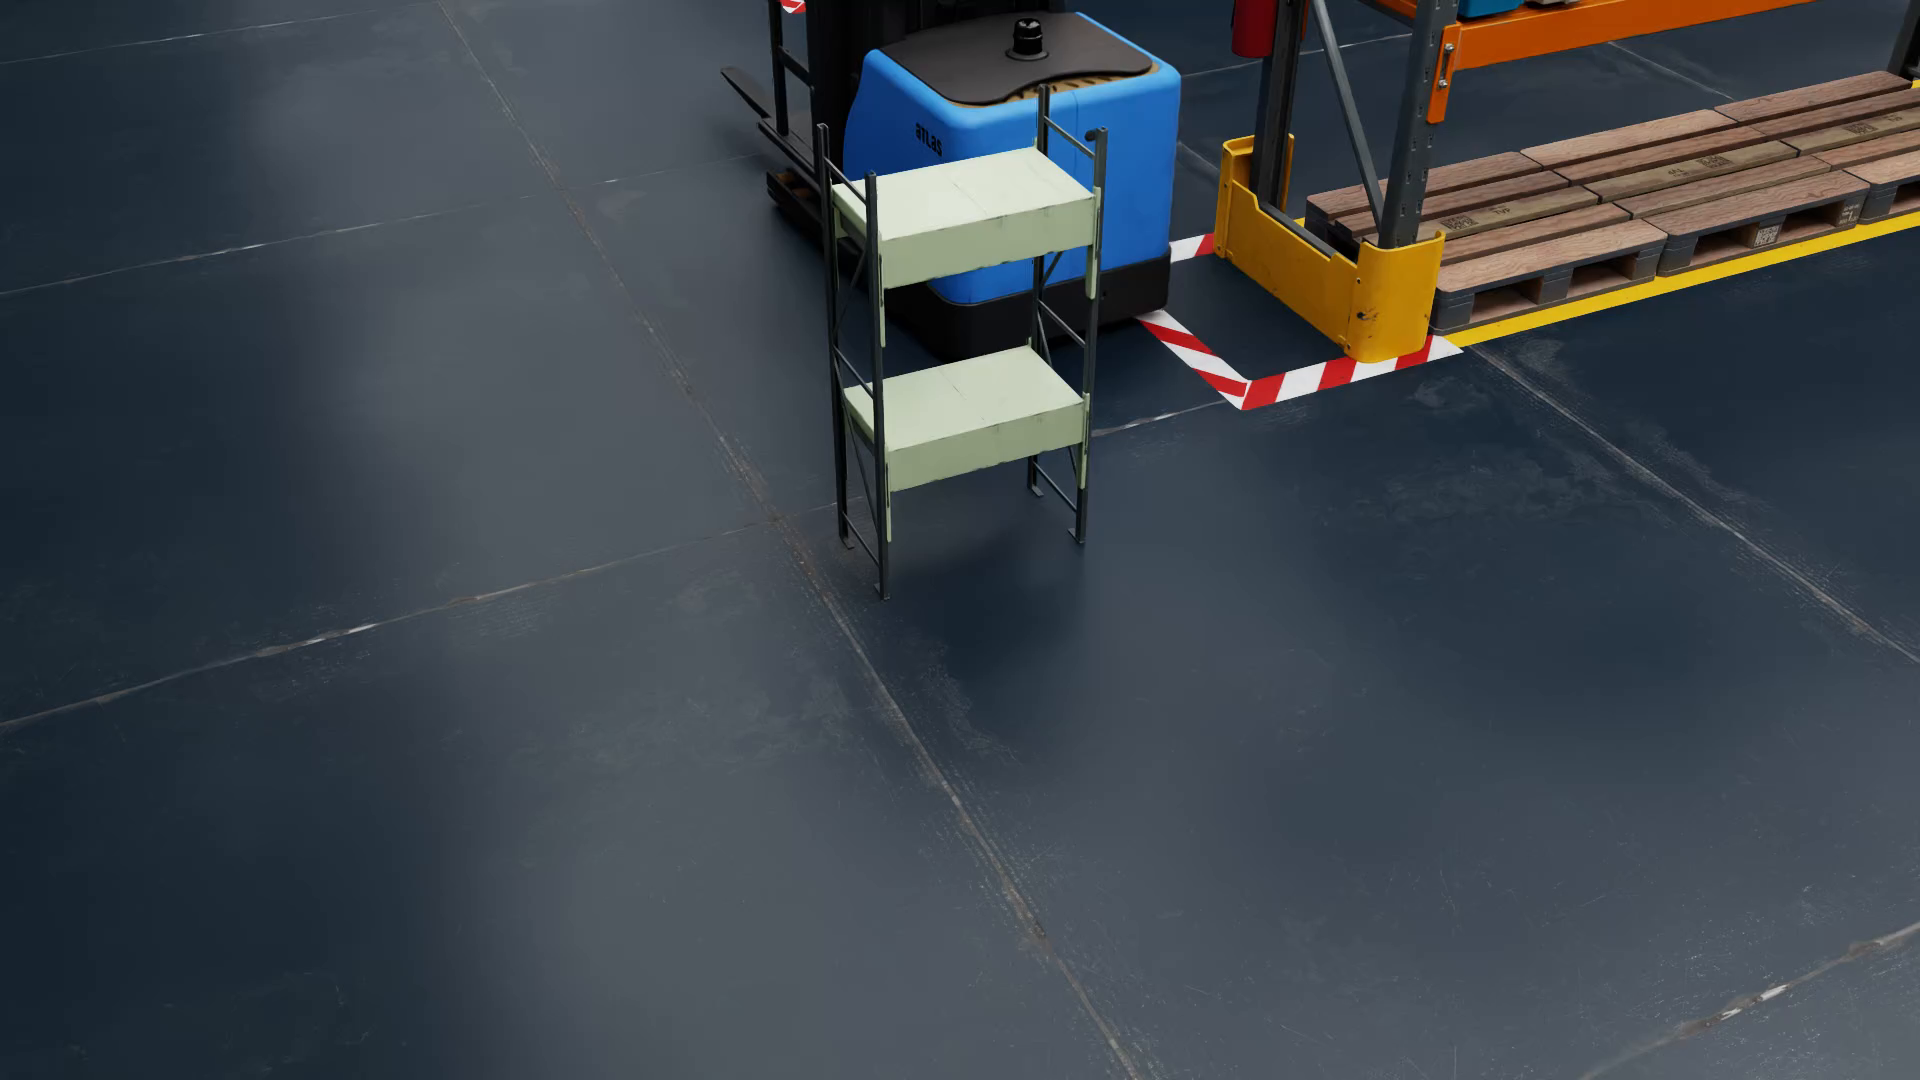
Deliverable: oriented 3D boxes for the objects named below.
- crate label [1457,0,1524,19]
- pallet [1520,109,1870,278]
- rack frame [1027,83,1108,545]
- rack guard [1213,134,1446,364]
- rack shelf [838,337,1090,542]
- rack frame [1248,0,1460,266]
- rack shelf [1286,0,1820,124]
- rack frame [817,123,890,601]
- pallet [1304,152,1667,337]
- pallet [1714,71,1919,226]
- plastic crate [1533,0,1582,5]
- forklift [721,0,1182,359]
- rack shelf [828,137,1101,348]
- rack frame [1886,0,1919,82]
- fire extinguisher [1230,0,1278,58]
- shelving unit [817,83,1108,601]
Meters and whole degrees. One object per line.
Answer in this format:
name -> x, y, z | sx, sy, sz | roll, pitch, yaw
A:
crate label -> 1.904, -2.117, 6.176 | 0.303, 0.233, 0.416 | -16, 39, -20
pallet -> 3.407, -1.649, 7.797 | 1.213, 0.211, 1.003 | -16, 39, -20
rack frame -> 0.337, -0.697, 5.430 | 0.023, 1.500, 0.400 | -16, 39, -20
rack guard -> 1.525, -1.258, 7.027 | 0.348, 0.500, 1.175 | -16, 39, -20
rack shelf -> 0.006, -0.342, 5.500 | 0.720, 0.370, 0.431 | -16, 39, -20
rack frame -> 1.541, -2.275, 6.300 | 0.127, 3.000, 1.000 | -16, 39, -20
rack shelf -> 3.352, -2.492, 7.196 | 4.000, 0.370, 1.077 | -16, 39, -20
rack frame -> -0.325, -0.511, 5.181 | 0.023, 1.500, 0.400 | -16, 39, -20
pallet -> 2.304, -1.343, 7.383 | 1.213, 0.211, 1.003 | -16, 39, -20
pallet -> 4.513, -1.961, 8.216 | 1.213, 0.211, 1.003 | -16, 39, -20
plastic crate -> 2.230, -2.115, 6.254 | 0.298, 0.136, 0.250 | -16, 39, -20
forklift -> -0.254, -2.758, 7.009 | 1.130, 2.935, 3.031 | -17, 40, -22
rack shelf -> 0.006, -0.918, 5.073 | 0.720, 0.370, 0.431 | -16, 39, -20
rack frame -> 5.162, -3.288, 7.665 | 0.127, 3.000, 1.000 | -16, 39, -20
fire extinguisher -> 1.211, -2.301, 6.713 | 0.183, 0.674, 0.296 | -16, 39, -20
shelving unit -> 0.006, -0.604, 5.305 | 0.755, 1.500, 0.431 | -16, 39, -20
